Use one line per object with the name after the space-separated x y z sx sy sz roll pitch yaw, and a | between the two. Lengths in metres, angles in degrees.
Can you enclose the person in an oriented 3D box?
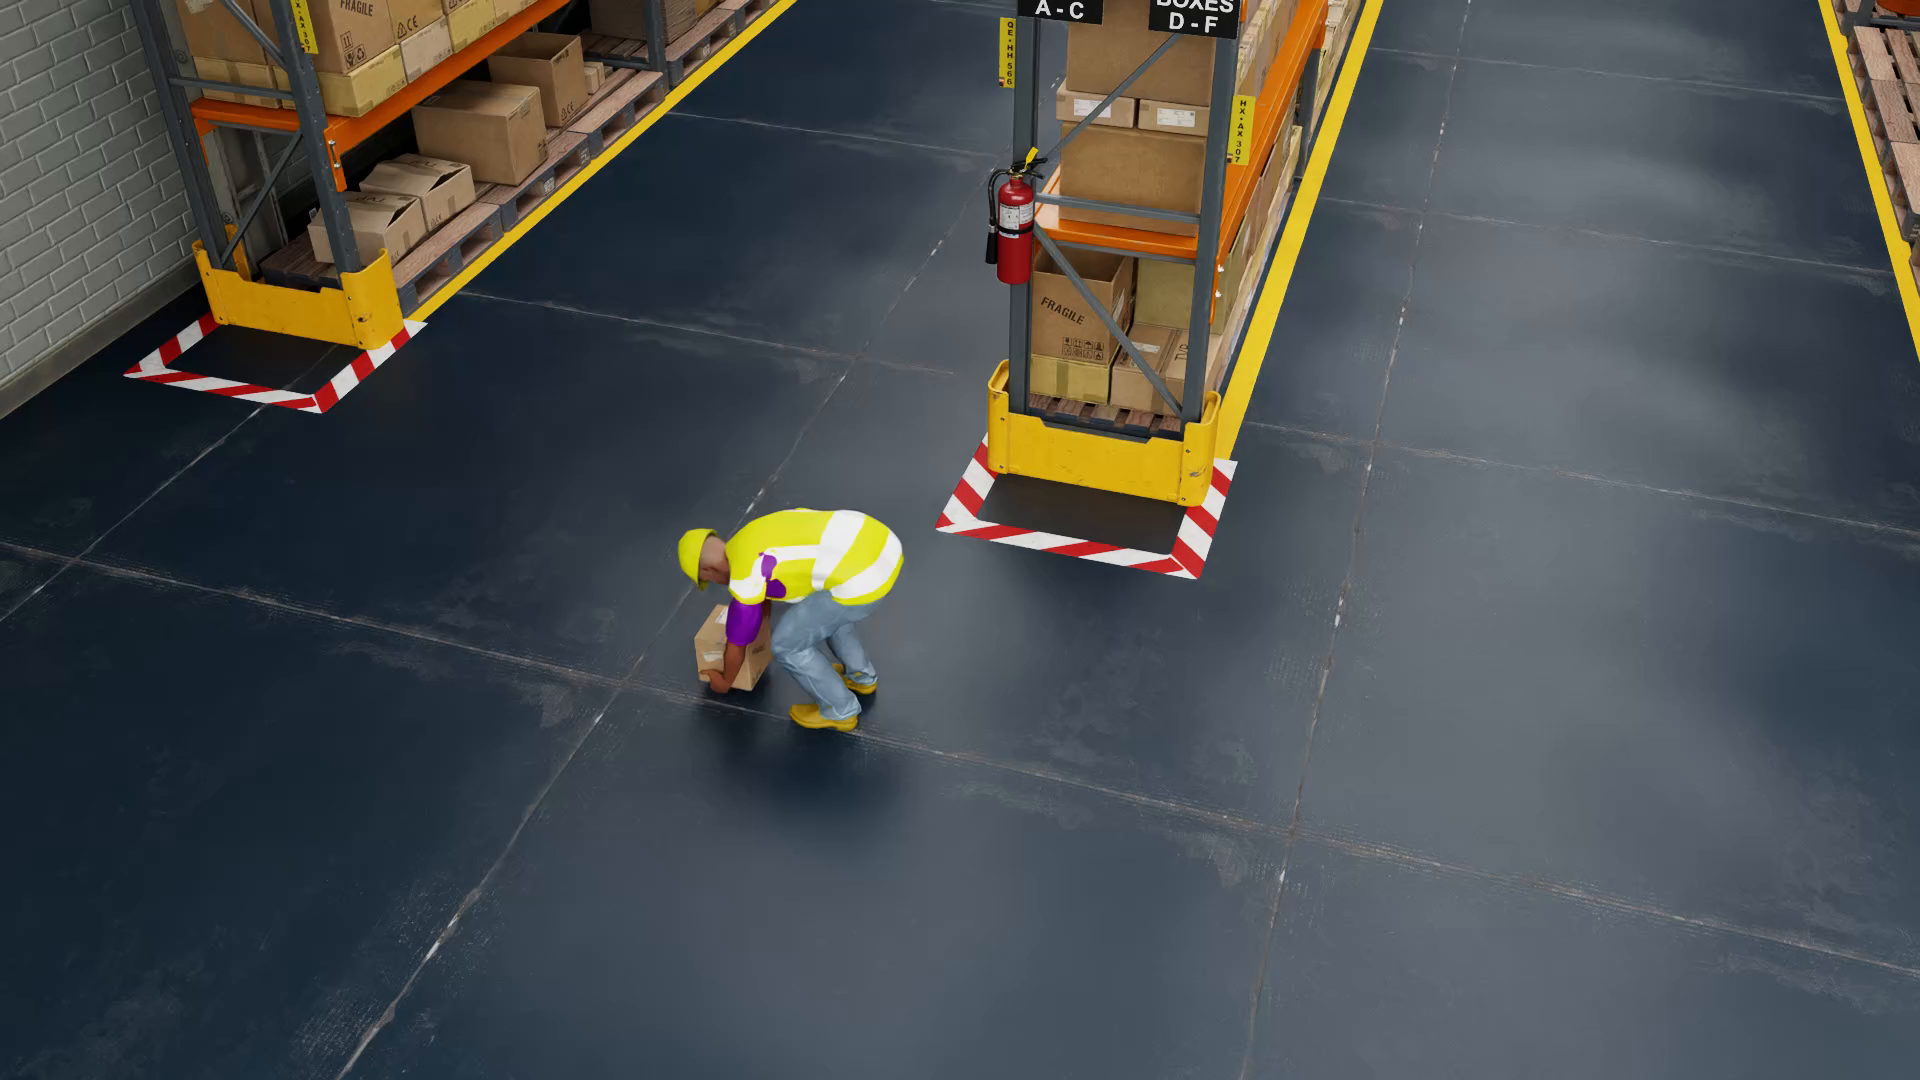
-0.730 0.298 7.127 0.974 0.979 0.498 9 38 12 | person
